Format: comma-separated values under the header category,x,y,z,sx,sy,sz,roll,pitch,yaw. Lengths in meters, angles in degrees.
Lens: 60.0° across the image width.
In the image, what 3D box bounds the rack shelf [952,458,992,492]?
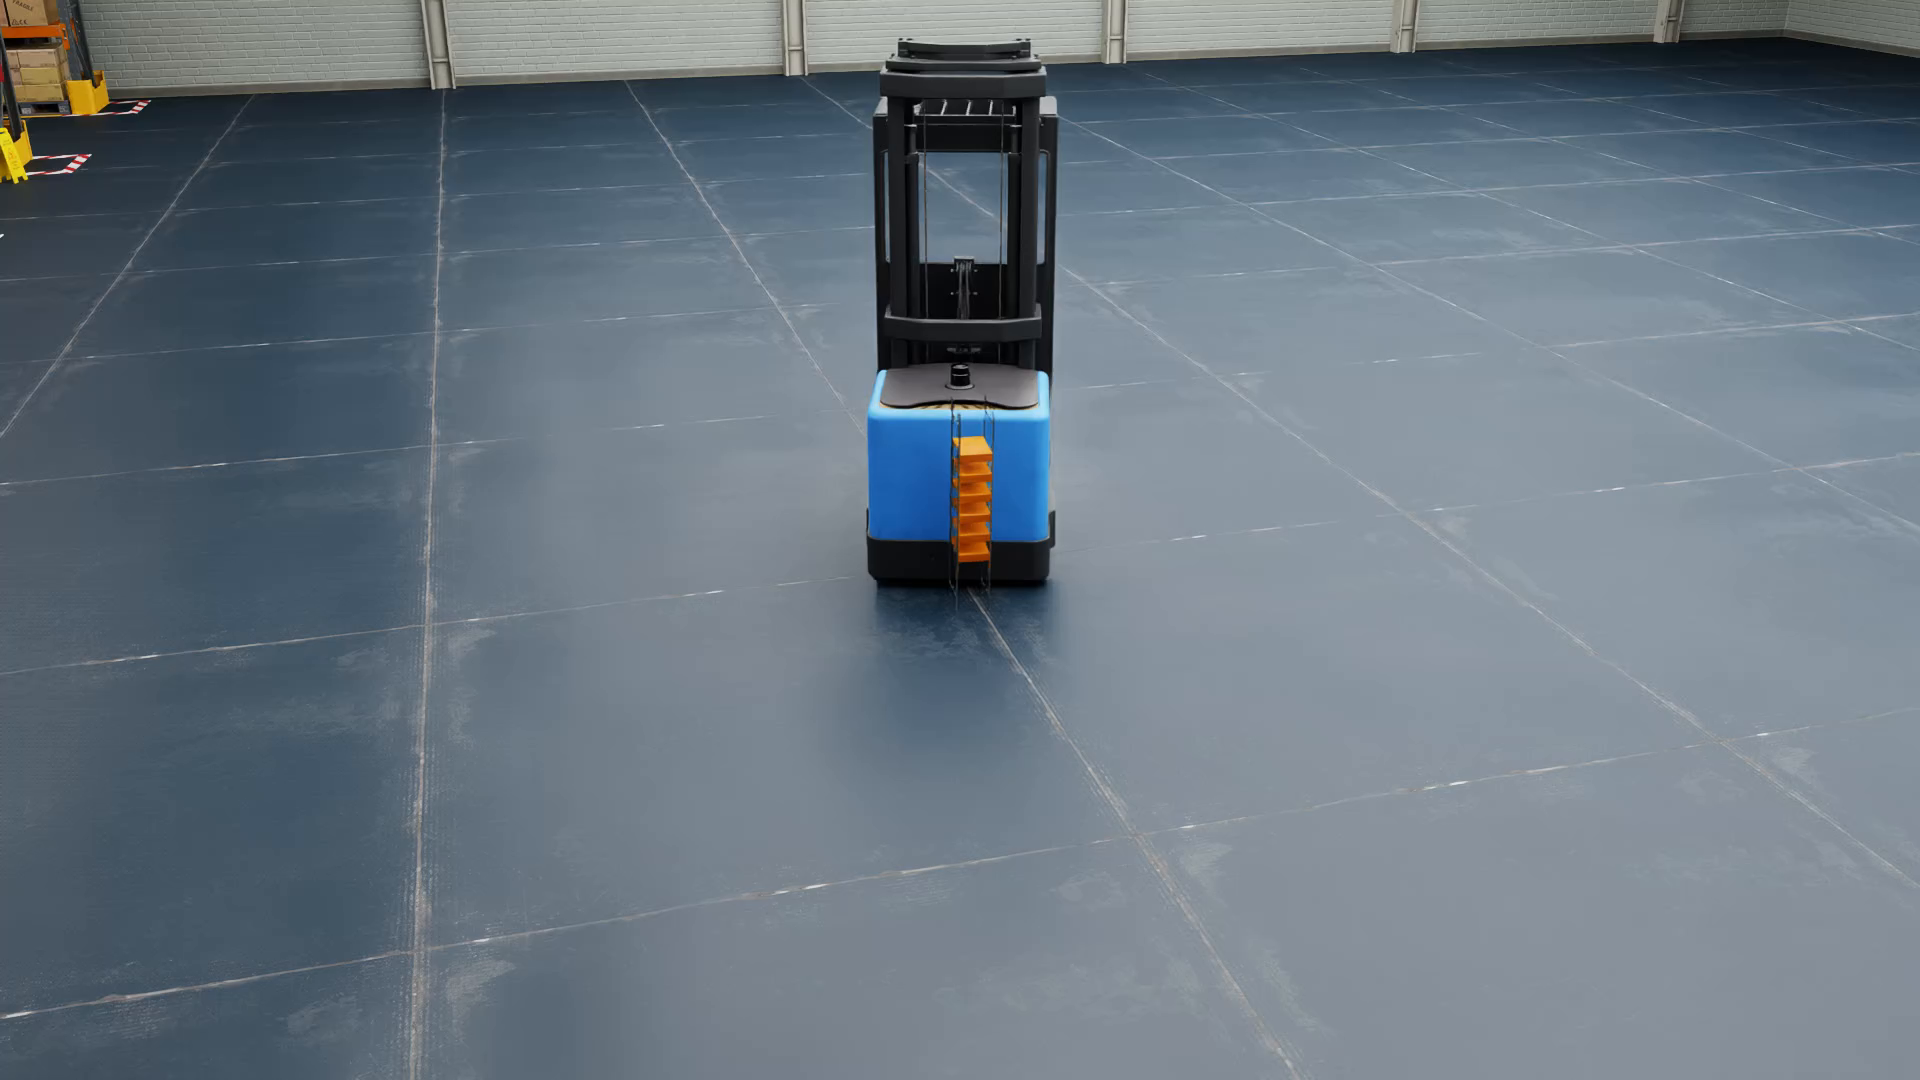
category,x,y,z,sx,sy,sz,roll,pitch,yaw
rack shelf,0.062,-0.363,9.060,0.180,0.103,0.258,-4,27,-10

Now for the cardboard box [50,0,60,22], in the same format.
category,x,y,z,sx,sy,sz,roll,pitch,yaw
cardboard box,-14.111,-8.194,25.416,0.500,0.500,0.500,-6,24,-13

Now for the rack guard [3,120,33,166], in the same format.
category,x,y,z,sx,sy,sz,roll,pitch,yaw
rack guard,-12.288,-5.054,21.396,0.348,0.500,1.175,-6,24,-14

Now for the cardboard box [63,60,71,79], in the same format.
category,x,y,z,sx,sy,sz,roll,pitch,yaw
cardboard box,-14.068,-7.283,25.740,0.500,0.250,0.500,-6,24,-13

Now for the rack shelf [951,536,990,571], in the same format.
category,x,y,z,sx,sy,sz,roll,pitch,yaw
rack shelf,0.055,0.066,9.275,0.180,0.103,0.258,-4,27,-10

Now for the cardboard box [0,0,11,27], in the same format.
category,x,y,z,sx,sy,sz,roll,pitch,yaw
cardboard box,-14.464,-7.937,24.818,0.500,0.500,0.500,-6,24,-13

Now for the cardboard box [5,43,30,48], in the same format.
category,x,y,z,sx,sy,sz,roll,pitch,yaw
cardboard box,-14.553,-7.450,25.496,0.500,0.250,0.500,-6,24,-14

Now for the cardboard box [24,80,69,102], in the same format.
category,x,y,z,sx,sy,sz,roll,pitch,yaw
cardboard box,-13.926,-6.855,25.376,0.500,0.250,0.500,-6,24,-14

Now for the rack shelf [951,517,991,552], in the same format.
category,x,y,z,sx,sy,sz,roll,pitch,yaw
rack shelf,0.057,-0.042,9.221,0.180,0.103,0.258,-4,27,-10

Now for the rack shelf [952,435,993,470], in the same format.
category,x,y,z,sx,sy,sz,roll,pitch,yaw
rack shelf,0.064,-0.471,9.006,0.180,0.103,0.258,-4,27,-10

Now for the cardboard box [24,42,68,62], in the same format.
category,x,y,z,sx,sy,sz,roll,pitch,yaw
cardboard box,-14.073,-7.505,25.623,0.500,0.250,0.500,-7,24,-15

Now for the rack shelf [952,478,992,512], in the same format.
category,x,y,z,sx,sy,sz,roll,pitch,yaw
rack shelf,0.060,-0.256,9.113,0.180,0.103,0.258,-4,27,-10

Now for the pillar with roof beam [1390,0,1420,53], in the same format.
category,x,y,z,sx,sy,sz,roll,pitch,yaw
pillar with roof beam,9.798,-12.042,26.903,0.400,9.000,9.100,-6,24,-14

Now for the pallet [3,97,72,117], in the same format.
category,x,y,z,sx,sy,sz,roll,pitch,yaw
pallet,-14.284,-6.717,25.635,1.213,0.211,1.003,-6,24,-14

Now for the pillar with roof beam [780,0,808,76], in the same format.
category,x,y,z,sx,sy,sz,roll,pitch,yaw
pillar with roof beam,-1.756,-10.764,23.924,0.400,9.000,9.100,-6,24,-14

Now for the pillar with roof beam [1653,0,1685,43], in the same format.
category,x,y,z,sx,sy,sz,roll,pitch,yaw
pillar with roof beam,15.575,-12.681,28.392,0.400,9.000,9.100,-6,24,-14

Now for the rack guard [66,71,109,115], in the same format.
category,x,y,z,sx,sy,sz,roll,pitch,yaw
rack guard,-13.536,-6.949,25.811,0.348,0.500,1.175,-6,24,-14

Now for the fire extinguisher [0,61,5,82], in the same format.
category,x,y,z,sx,sy,sz,roll,pitch,yaw
fire extinguisher,-11.980,-6.013,20.557,0.183,0.674,0.296,-6,24,-14

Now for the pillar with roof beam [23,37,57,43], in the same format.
category,x,y,z,sx,sy,sz,roll,pitch,yaw
pillar with roof beam,-13.310,-9.486,20.945,0.400,9.000,9.100,-6,24,-14

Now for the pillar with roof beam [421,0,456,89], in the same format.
category,x,y,z,sx,sy,sz,roll,pitch,yaw
pillar with roof beam,-7.533,-10.125,22.435,0.400,9.000,9.100,-6,24,-14

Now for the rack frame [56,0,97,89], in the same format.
category,x,y,z,sx,sy,sz,roll,pitch,yaw
rack frame,-13.559,-8.095,25.313,0.127,3.000,1.000,-6,24,-14

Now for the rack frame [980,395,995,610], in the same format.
category,x,y,z,sx,sy,sz,roll,pitch,yaw
rack frame,0.149,-0.195,9.163,0.006,1.200,0.240,-4,27,-10

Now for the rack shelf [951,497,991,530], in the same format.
category,x,y,z,sx,sy,sz,roll,pitch,yaw
rack shelf,0.059,-0.149,9.167,0.180,0.103,0.258,-4,27,-10

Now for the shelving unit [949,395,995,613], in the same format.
category,x,y,z,sx,sy,sz,roll,pitch,yaw
shelving unit,0.059,-0.189,9.147,0.189,1.200,0.258,-4,27,-10

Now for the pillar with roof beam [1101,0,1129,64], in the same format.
category,x,y,z,sx,sy,sz,roll,pitch,yaw
pillar with roof beam,4.021,-11.403,25.413,0.400,9.000,9.100,-6,24,-14

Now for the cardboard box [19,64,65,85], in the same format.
category,x,y,z,sx,sy,sz,roll,pitch,yaw
cardboard box,-13.943,-7.084,25.276,0.500,0.250,0.500,-7,24,-15

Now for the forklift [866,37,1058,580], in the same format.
category,x,y,z,sx,sy,sz,roll,pitch,yaw
forklift,0.041,-1.651,10.380,1.130,2.935,3.031,1,23,2

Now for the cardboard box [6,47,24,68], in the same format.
category,x,y,z,sx,sy,sz,roll,pitch,yaw
cardboard box,-14.408,-7.260,25.053,0.500,0.250,0.500,-6,24,-13

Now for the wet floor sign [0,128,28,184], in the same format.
category,x,y,z,sx,sy,sz,roll,pitch,yaw
wet floor sign,-11.743,-4.743,20.486,0.232,0.644,0.267,2,23,4

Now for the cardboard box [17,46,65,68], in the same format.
category,x,y,z,sx,sy,sz,roll,pitch,yaw
cardboard box,-13.918,-7.317,25.185,0.500,0.250,0.500,-5,24,-13

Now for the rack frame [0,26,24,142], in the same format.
category,x,y,z,sx,sy,sz,roll,pitch,yaw
rack frame,-12.215,-6.211,20.922,0.127,3.000,1.000,-6,24,-14

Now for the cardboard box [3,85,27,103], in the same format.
category,x,y,z,sx,sy,sz,roll,pitch,yaw
cardboard box,-14.408,-6.805,25.261,0.500,0.250,0.500,-6,24,-14

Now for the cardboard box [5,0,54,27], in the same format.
category,x,y,z,sx,sy,sz,roll,pitch,yaw
cardboard box,-13.962,-7.989,24.938,0.500,0.500,0.500,-7,24,-16

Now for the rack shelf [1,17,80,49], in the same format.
category,x,y,z,sx,sy,sz,roll,pitch,yaw
rack shelf,-15.485,-7.552,24.958,4.000,0.370,1.077,-6,24,-14

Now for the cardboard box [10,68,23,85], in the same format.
category,x,y,z,sx,sy,sz,roll,pitch,yaw
cardboard box,-14.429,-7.035,25.161,0.500,0.250,0.500,-7,24,-15

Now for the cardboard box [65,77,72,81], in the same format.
category,x,y,z,sx,sy,sz,roll,pitch,yaw
cardboard box,-14.085,-7.047,25.823,0.500,0.250,0.500,-6,24,-14

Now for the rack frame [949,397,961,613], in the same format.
category,x,y,z,sx,sy,sz,roll,pitch,yaw
rack frame,-0.031,-0.182,9.131,0.006,1.200,0.240,-4,27,-10
